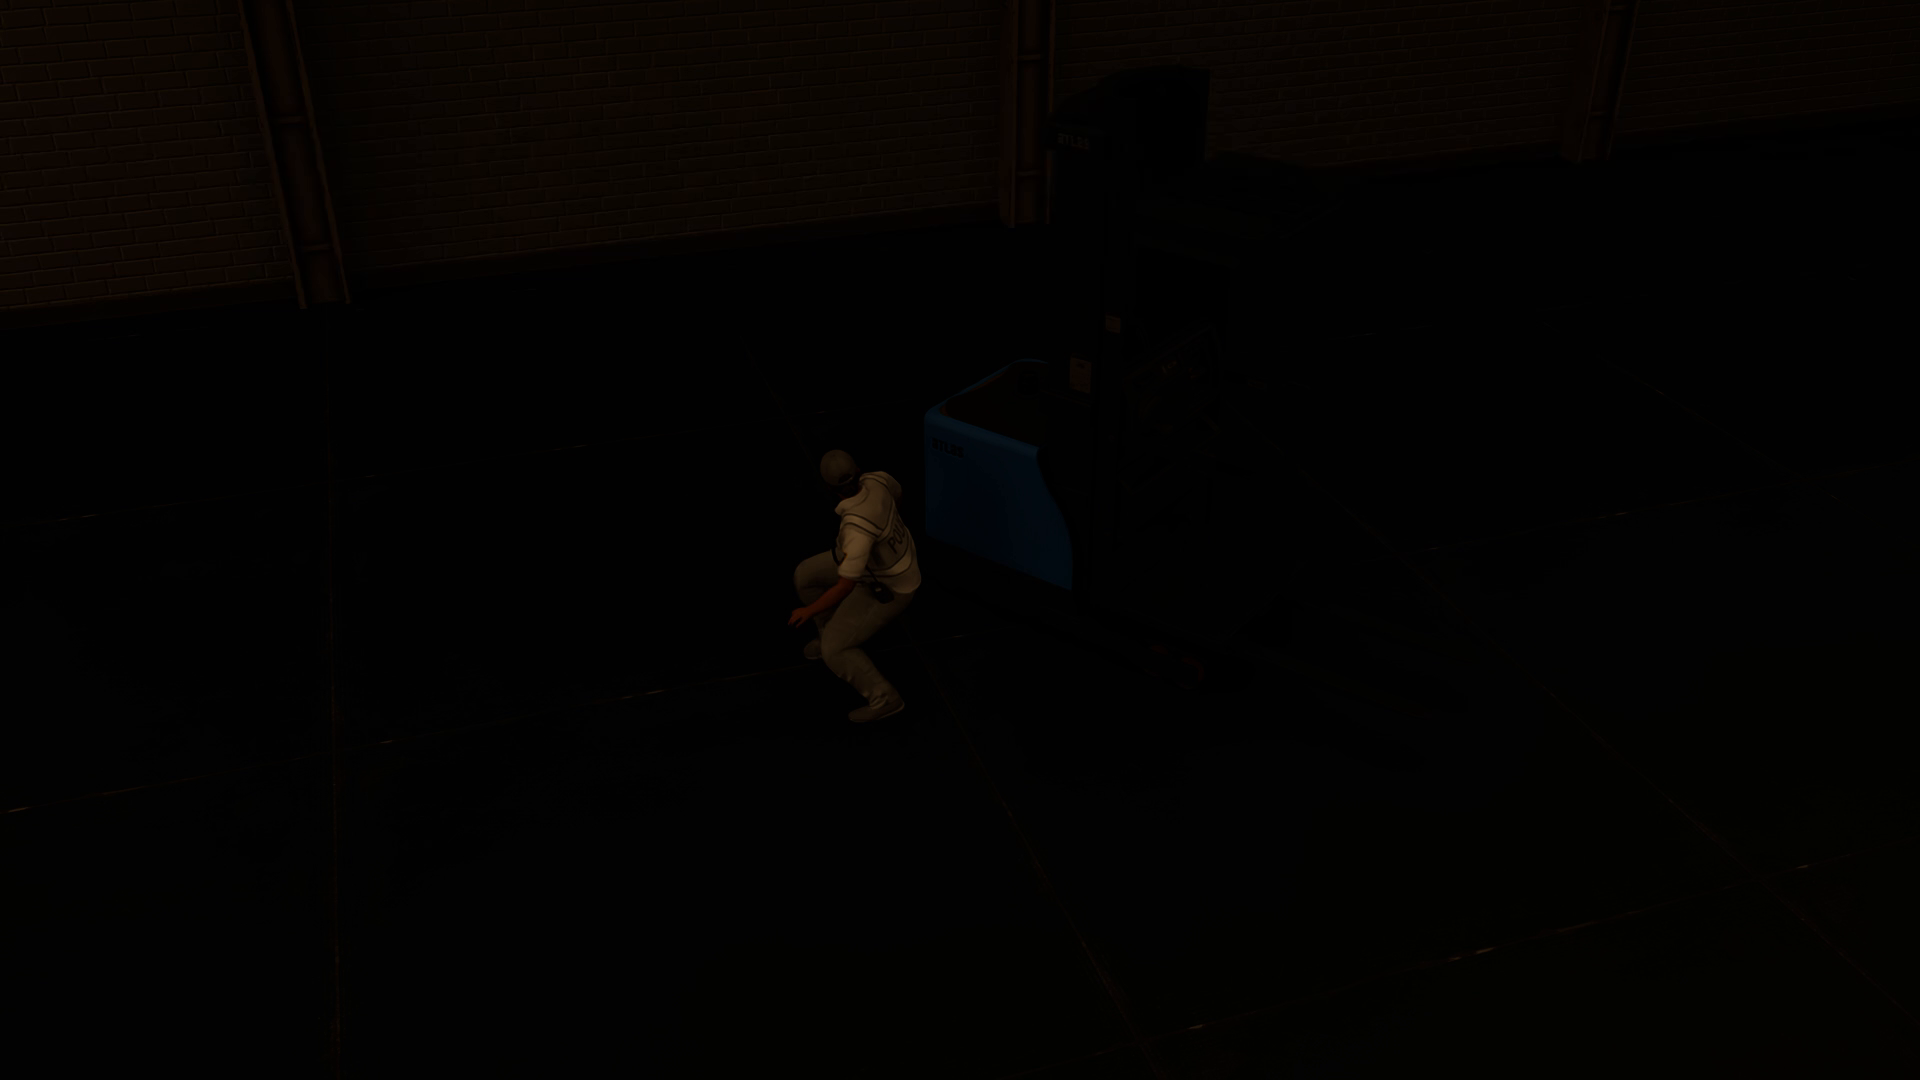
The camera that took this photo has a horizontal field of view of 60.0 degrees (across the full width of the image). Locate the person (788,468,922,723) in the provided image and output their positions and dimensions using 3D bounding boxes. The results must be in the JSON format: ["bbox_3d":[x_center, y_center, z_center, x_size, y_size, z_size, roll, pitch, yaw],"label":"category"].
[{"bbox_3d":[-0.537,0.169,8.363,0.683,1.421,0.727,-3,30,-6],"label":"person"}]

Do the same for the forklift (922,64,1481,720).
[{"bbox_3d":[1.267,-0.793,8.465,3.031,2.935,1.130,21,36,31],"label":"forklift"}]
